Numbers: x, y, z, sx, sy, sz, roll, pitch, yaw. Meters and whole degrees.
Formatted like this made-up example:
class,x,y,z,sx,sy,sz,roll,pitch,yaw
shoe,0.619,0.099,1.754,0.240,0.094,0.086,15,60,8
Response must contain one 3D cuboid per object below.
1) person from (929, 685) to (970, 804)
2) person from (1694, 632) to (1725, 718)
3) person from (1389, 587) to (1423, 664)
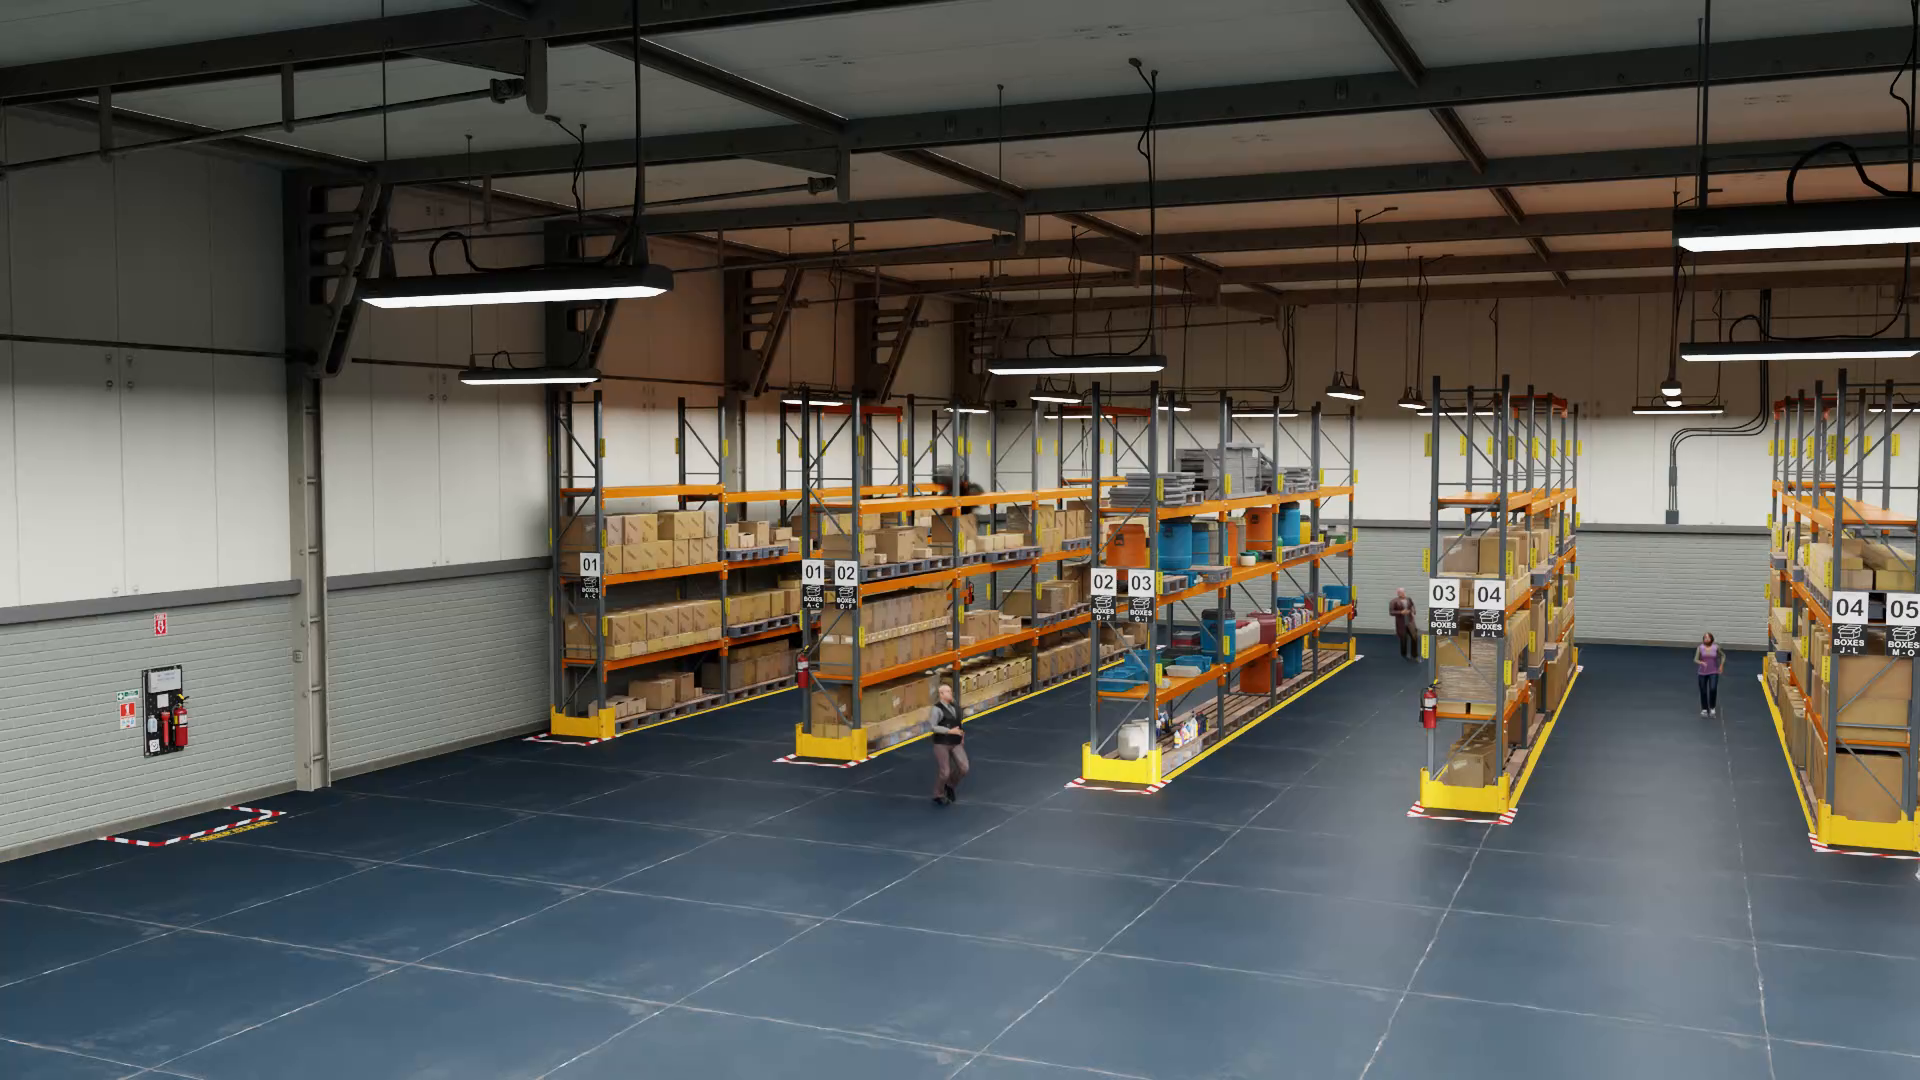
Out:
class,x,y,z,sx,sy,sz,roll,pitch,yaw
person,-0.142,2.863,23.232,0.631,1.681,0.624,-3,4,-42
person,13.852,2.499,30.762,0.511,1.583,0.677,2,4,30
person,10.364,1.989,38.903,0.773,1.795,0.764,0,3,-5
